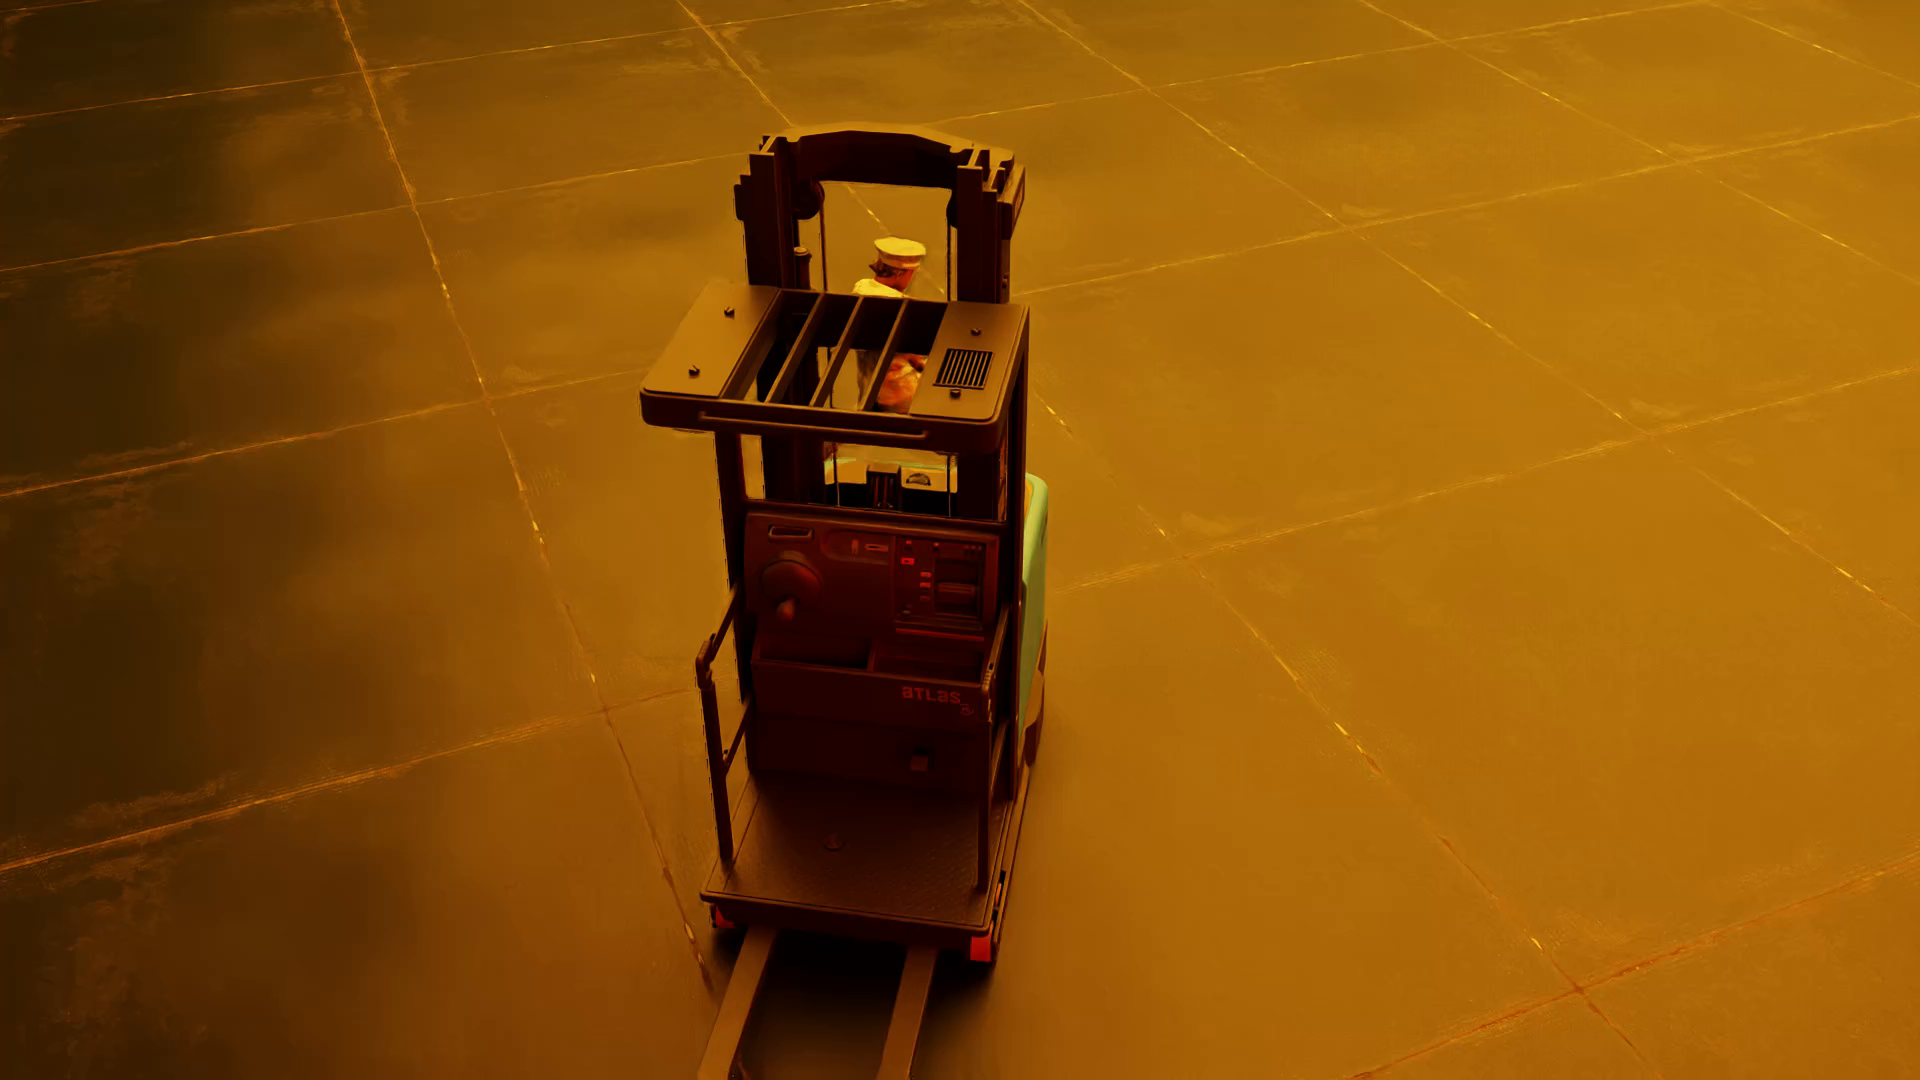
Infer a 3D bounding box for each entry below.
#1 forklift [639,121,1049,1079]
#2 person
[{"bbox_3d":[-0.356,0.190,5.831,1.130,2.935,3.031,6,36,8],"label":"forklift"},{"bbox_3d":[-0.275,-0.891,8.635,0.935,1.493,1.103,-17,39,-22],"label":"person"}]
